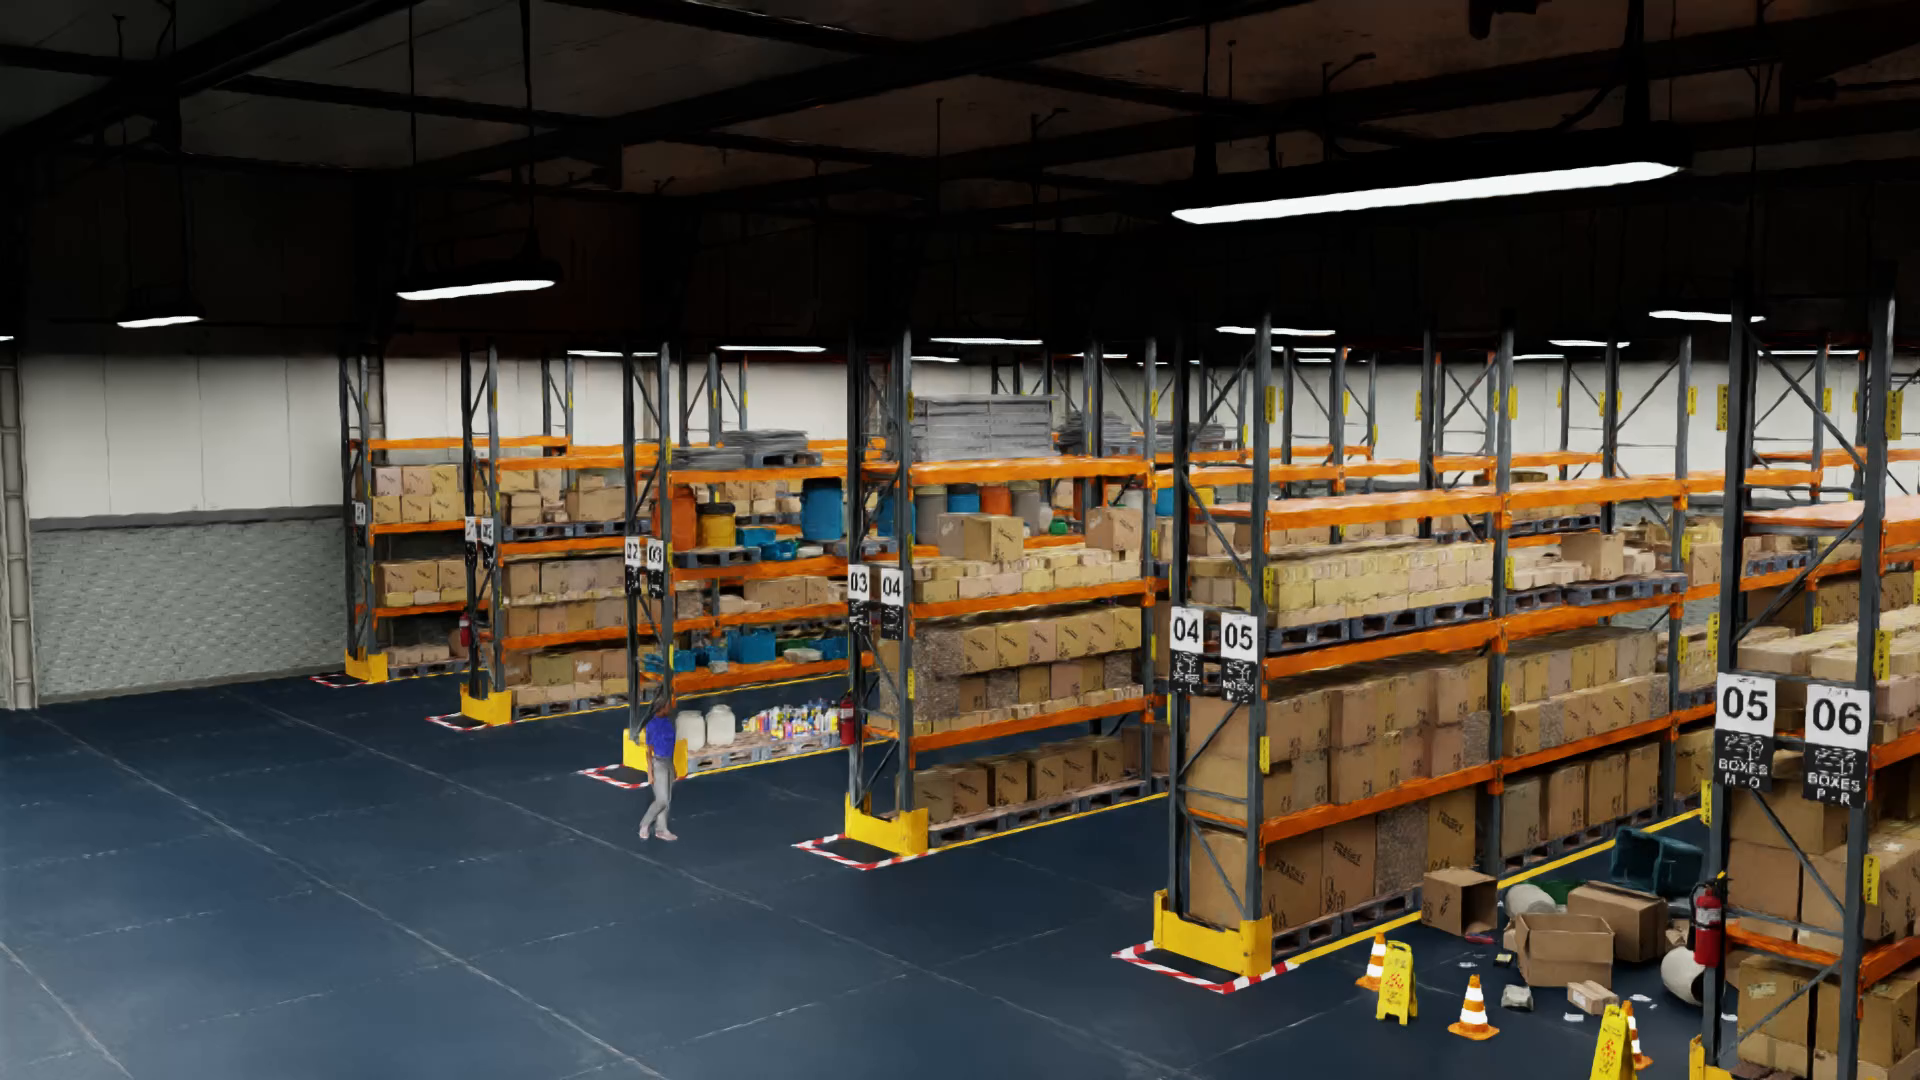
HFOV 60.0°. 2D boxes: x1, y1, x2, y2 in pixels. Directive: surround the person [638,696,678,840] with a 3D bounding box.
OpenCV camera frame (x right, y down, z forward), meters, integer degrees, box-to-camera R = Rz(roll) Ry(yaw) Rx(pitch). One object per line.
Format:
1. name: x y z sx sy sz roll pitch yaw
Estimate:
1. person: -3.466 2.602 19.132 0.423 1.602 0.481 2 5 18
